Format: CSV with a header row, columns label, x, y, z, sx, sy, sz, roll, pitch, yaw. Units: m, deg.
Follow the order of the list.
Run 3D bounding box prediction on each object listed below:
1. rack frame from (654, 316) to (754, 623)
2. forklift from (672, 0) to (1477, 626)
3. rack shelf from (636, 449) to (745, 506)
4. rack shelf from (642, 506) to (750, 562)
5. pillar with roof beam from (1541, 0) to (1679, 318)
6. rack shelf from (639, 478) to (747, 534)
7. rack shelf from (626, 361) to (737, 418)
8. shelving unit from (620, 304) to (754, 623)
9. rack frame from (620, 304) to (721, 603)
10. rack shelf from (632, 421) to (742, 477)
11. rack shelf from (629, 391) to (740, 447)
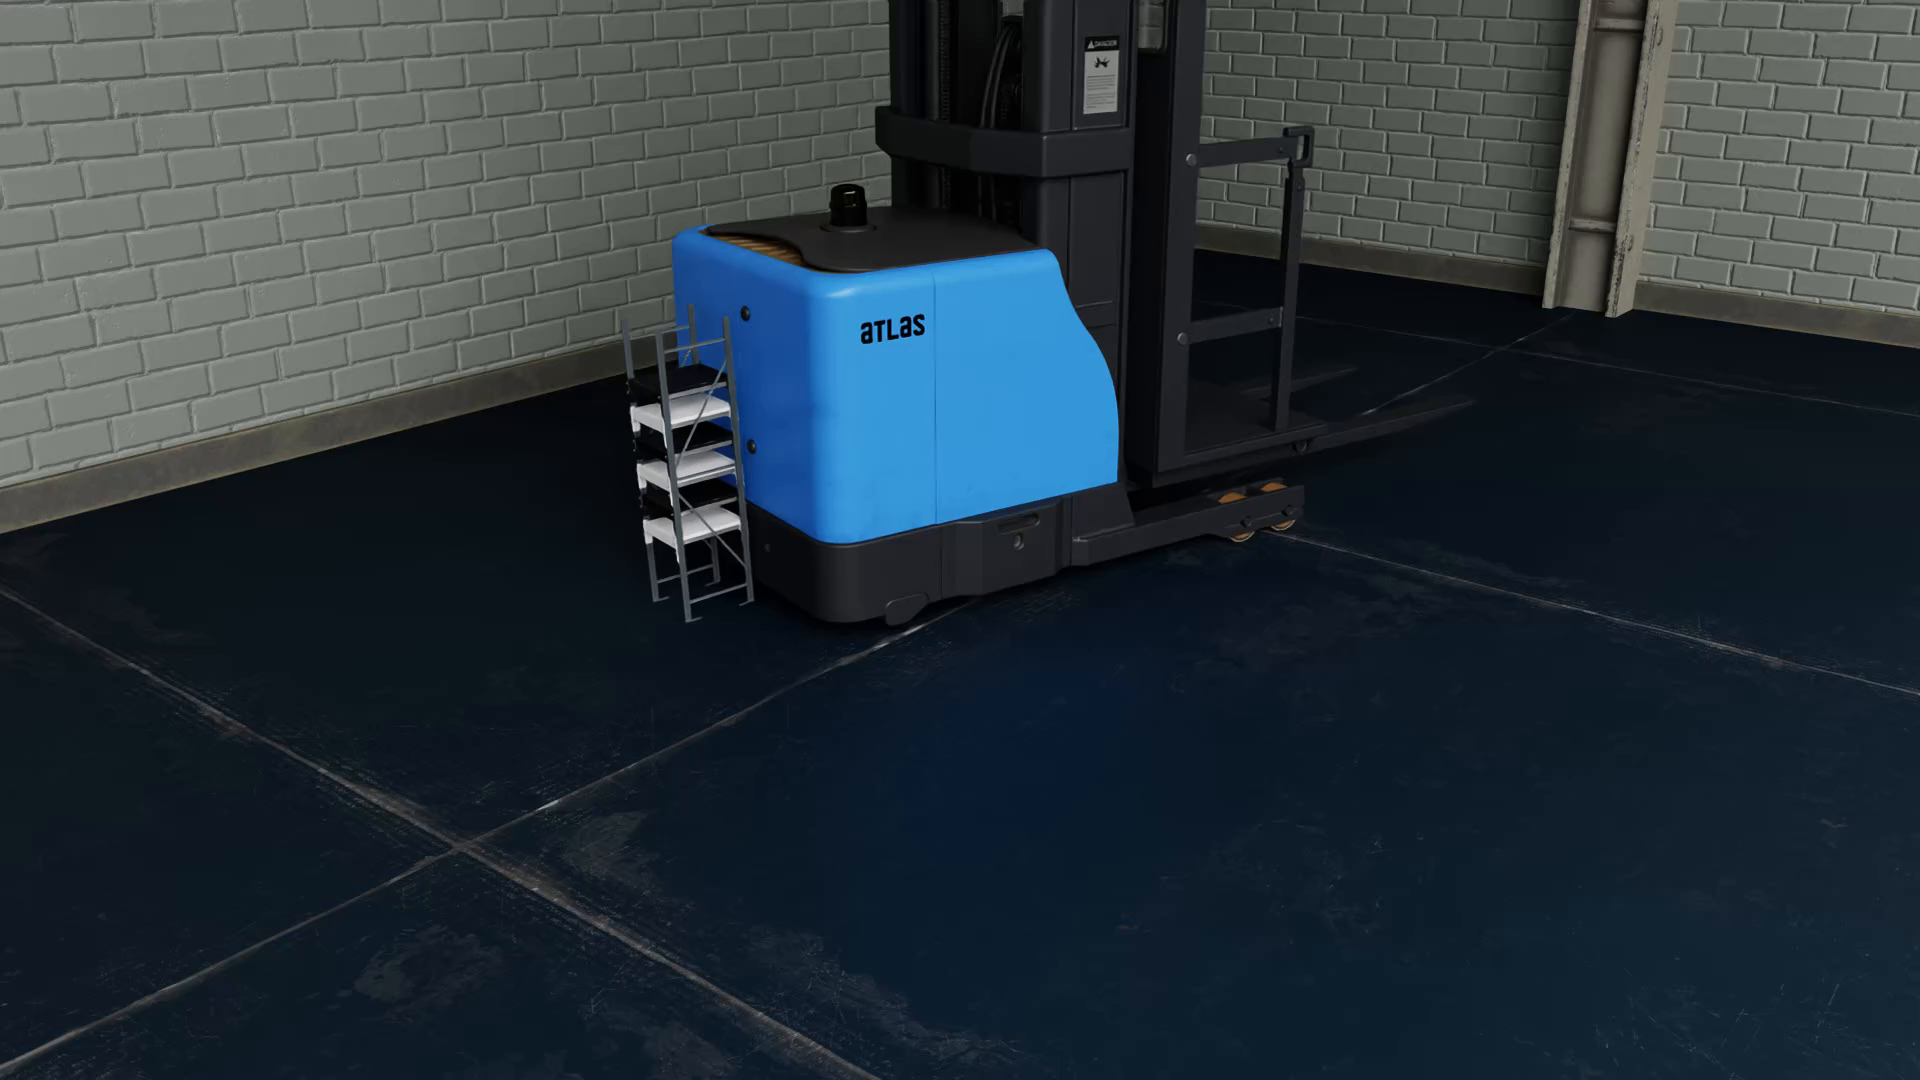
label,x,y,z,sx,sy,sz,roll,pitch,yaw
rack frame,-0.747,-0.198,4.901,0.240,0.900,0.006,-18,27,-34
forklift,0.583,-1.503,5.500,3.031,2.935,1.130,-14,25,-32
rack shelf,-0.808,-0.195,4.988,0.258,0.077,0.200,-18,27,-34
rack shelf,-0.802,-0.028,5.056,0.258,0.077,0.200,-18,27,-34
pillar with roof beam,0.678,-4.294,4.301,0.400,9.000,9.100,16,26,36
rack shelf,-0.805,-0.112,5.022,0.258,0.077,0.200,-18,27,-34
rack shelf,-0.818,-0.445,4.886,0.258,0.077,0.200,-18,27,-34
shelving unit,-0.810,-0.226,4.975,0.258,0.900,0.210,-18,27,-34
rack frame,-0.872,-0.254,5.050,0.240,0.900,0.006,-18,27,-34
rack shelf,-0.812,-0.278,4.954,0.258,0.077,0.200,-18,27,-34
rack shelf,-0.815,-0.362,4.920,0.258,0.077,0.200,-18,27,-34
